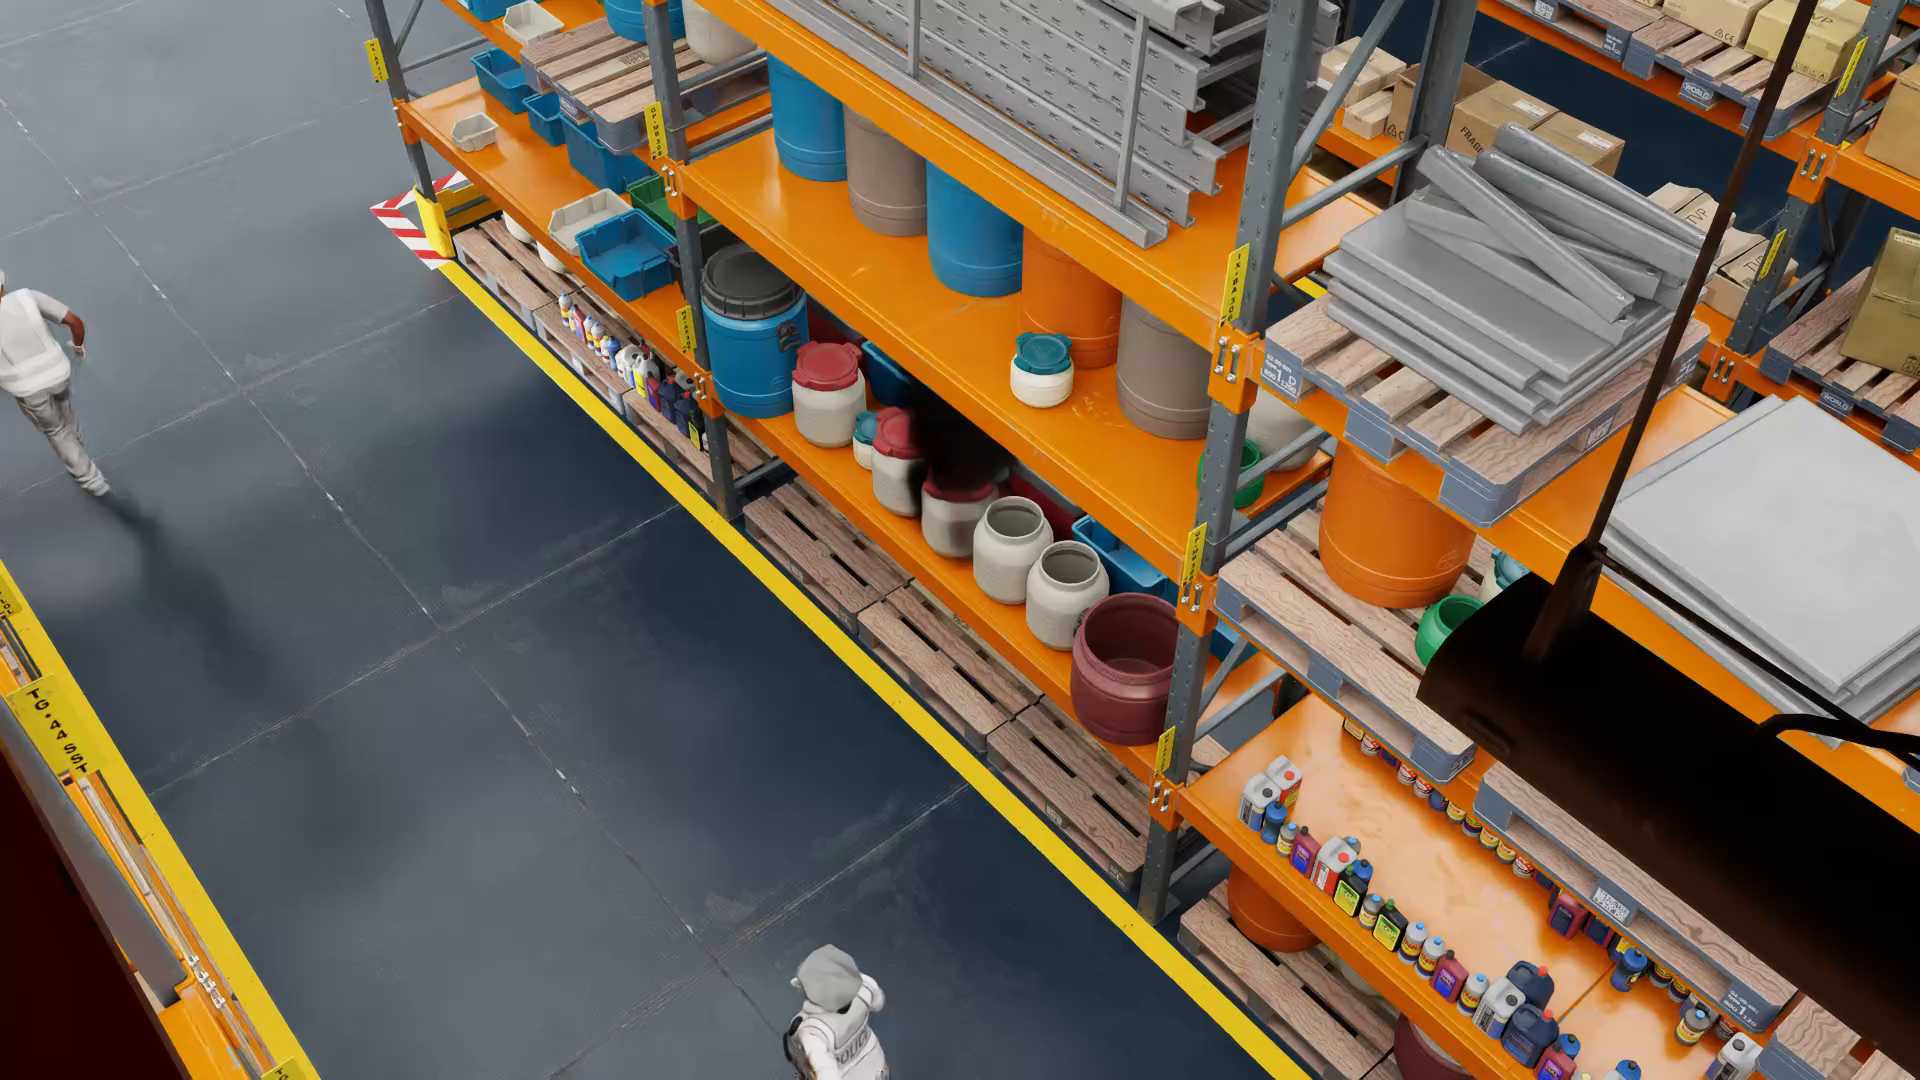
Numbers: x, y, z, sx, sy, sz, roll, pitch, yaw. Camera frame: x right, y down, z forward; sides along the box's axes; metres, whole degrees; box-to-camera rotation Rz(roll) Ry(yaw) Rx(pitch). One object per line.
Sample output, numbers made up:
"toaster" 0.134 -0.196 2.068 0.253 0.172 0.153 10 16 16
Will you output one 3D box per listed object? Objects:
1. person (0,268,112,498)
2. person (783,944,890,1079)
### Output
"person" -5.909 -0.996 10.753 0.697 1.825 0.912 -35 56 -29
"person" -0.486 2.327 7.213 0.562 1.730 0.812 -35 56 -29
